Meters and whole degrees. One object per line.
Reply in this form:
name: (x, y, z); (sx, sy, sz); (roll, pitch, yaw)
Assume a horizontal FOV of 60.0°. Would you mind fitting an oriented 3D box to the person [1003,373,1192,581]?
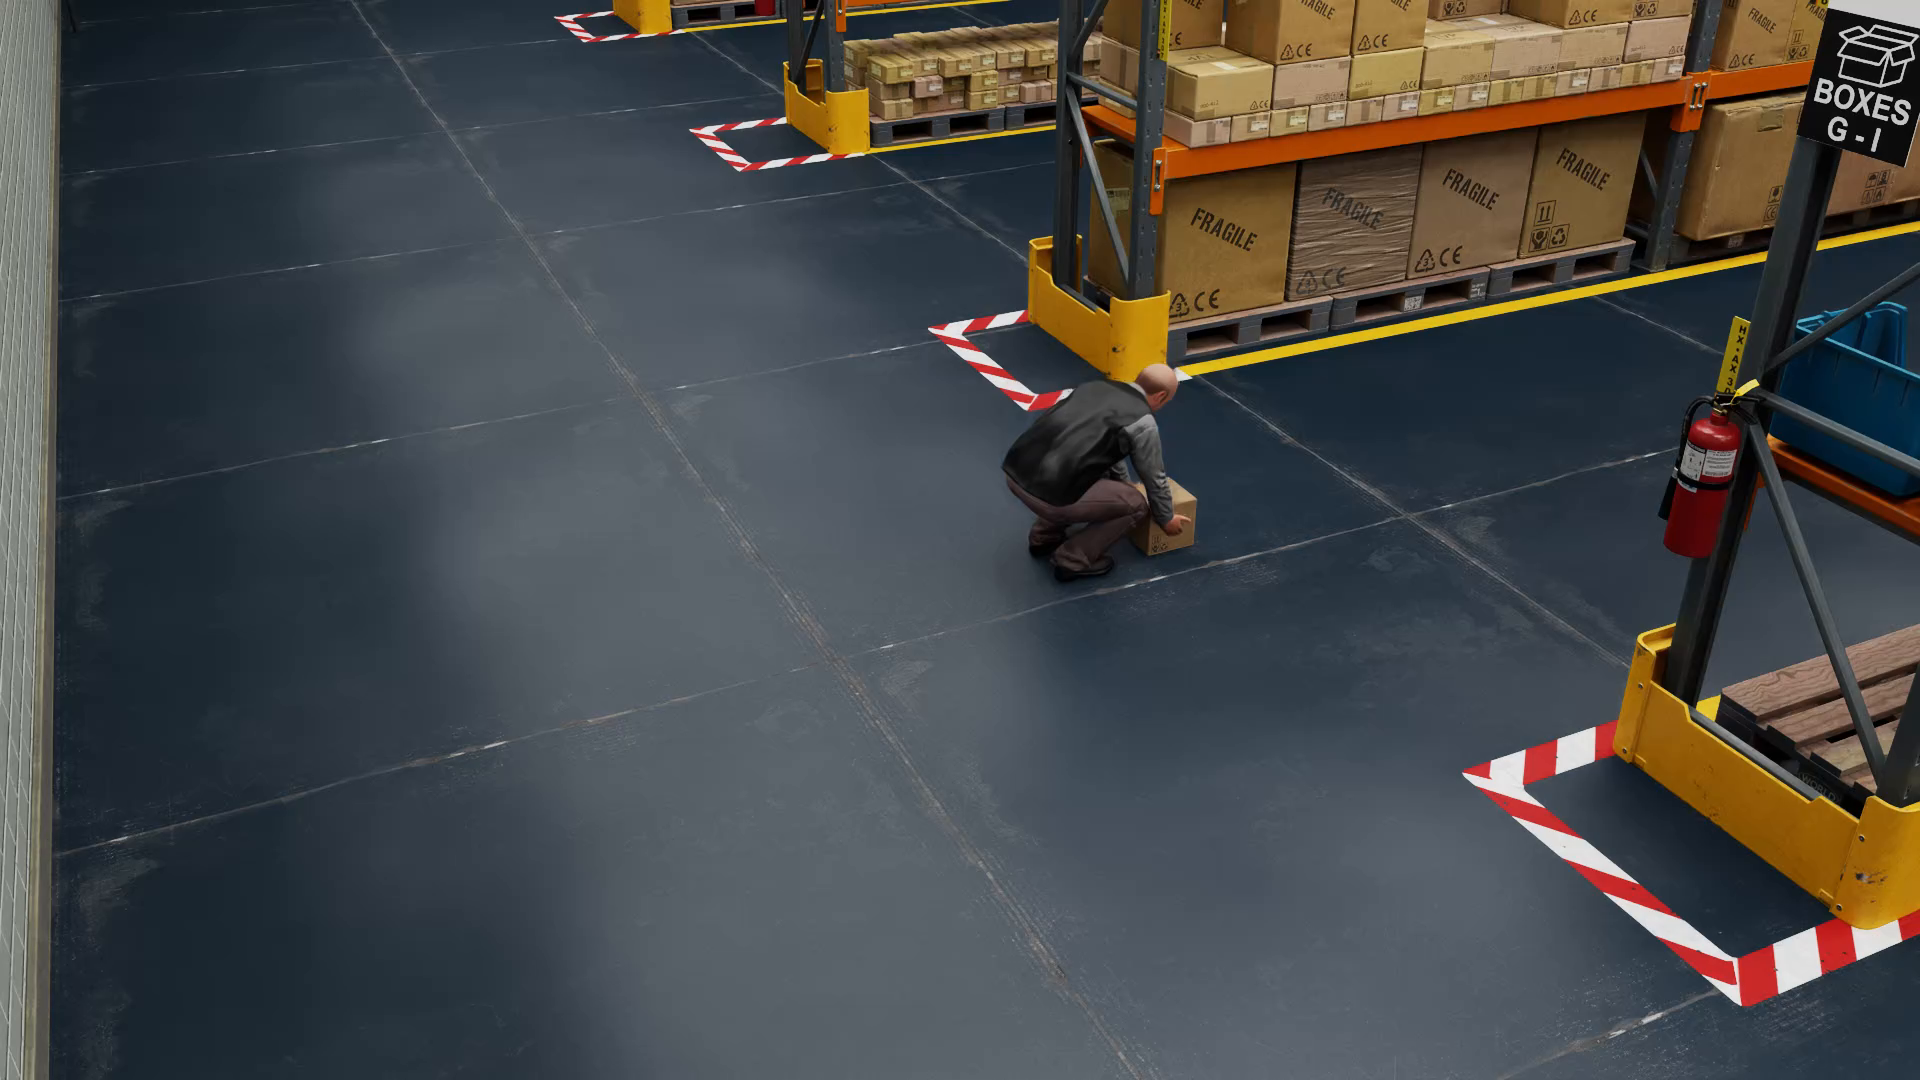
person: (0.632, -0.295, 7.609); (0.877, 0.832, 0.529); (-13, 32, -22)
